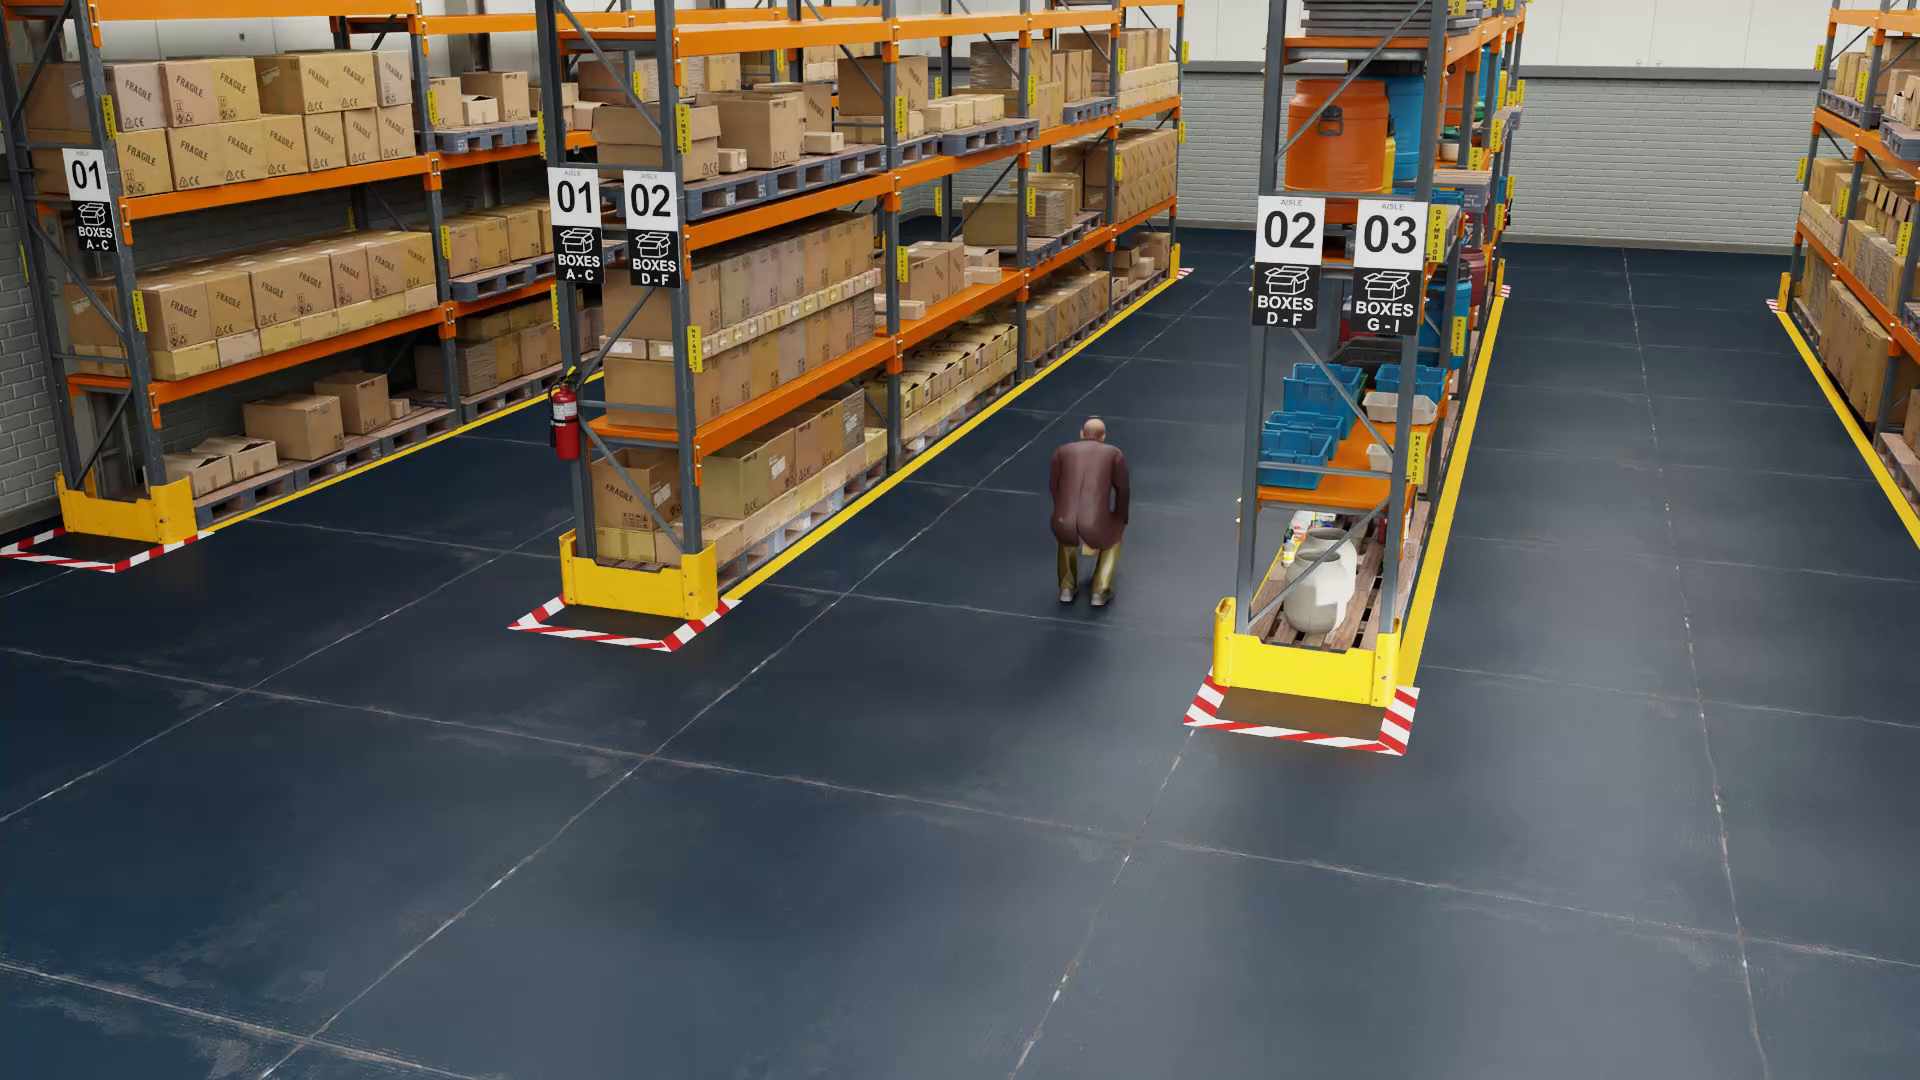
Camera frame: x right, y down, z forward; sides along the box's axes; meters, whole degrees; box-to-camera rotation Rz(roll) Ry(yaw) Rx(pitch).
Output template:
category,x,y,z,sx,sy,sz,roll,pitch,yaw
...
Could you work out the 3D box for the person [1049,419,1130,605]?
category,x,y,z,sx,sy,sz,roll,pitch,yaw
person,0.936,-0.205,12.454,0.634,1.306,0.776,6,19,18
